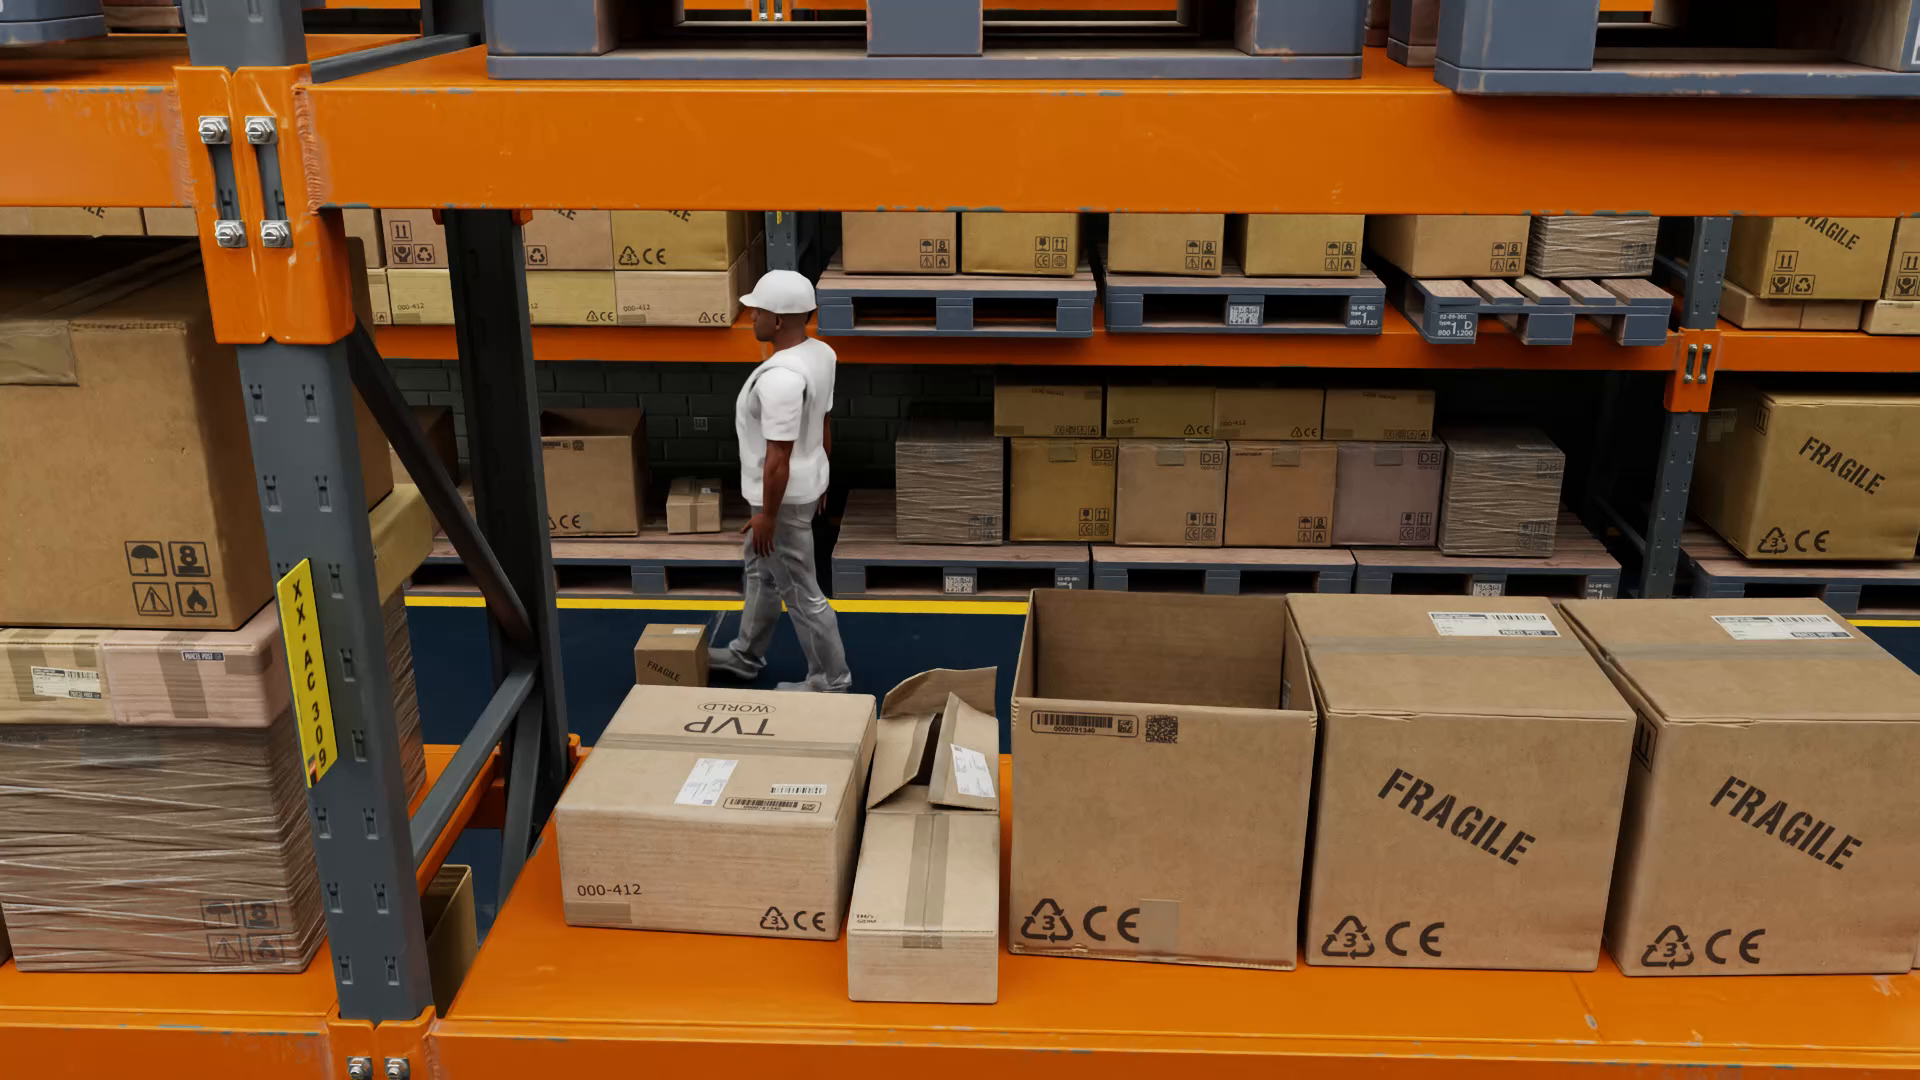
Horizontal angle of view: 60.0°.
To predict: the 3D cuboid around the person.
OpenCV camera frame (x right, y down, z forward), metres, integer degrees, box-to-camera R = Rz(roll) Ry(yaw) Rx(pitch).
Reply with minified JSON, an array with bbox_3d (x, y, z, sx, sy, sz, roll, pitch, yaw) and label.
[{"bbox_3d":[-0.796,-0.195,6.560,0.741,1.756,0.590,3,21,9],"label":"person"}]
